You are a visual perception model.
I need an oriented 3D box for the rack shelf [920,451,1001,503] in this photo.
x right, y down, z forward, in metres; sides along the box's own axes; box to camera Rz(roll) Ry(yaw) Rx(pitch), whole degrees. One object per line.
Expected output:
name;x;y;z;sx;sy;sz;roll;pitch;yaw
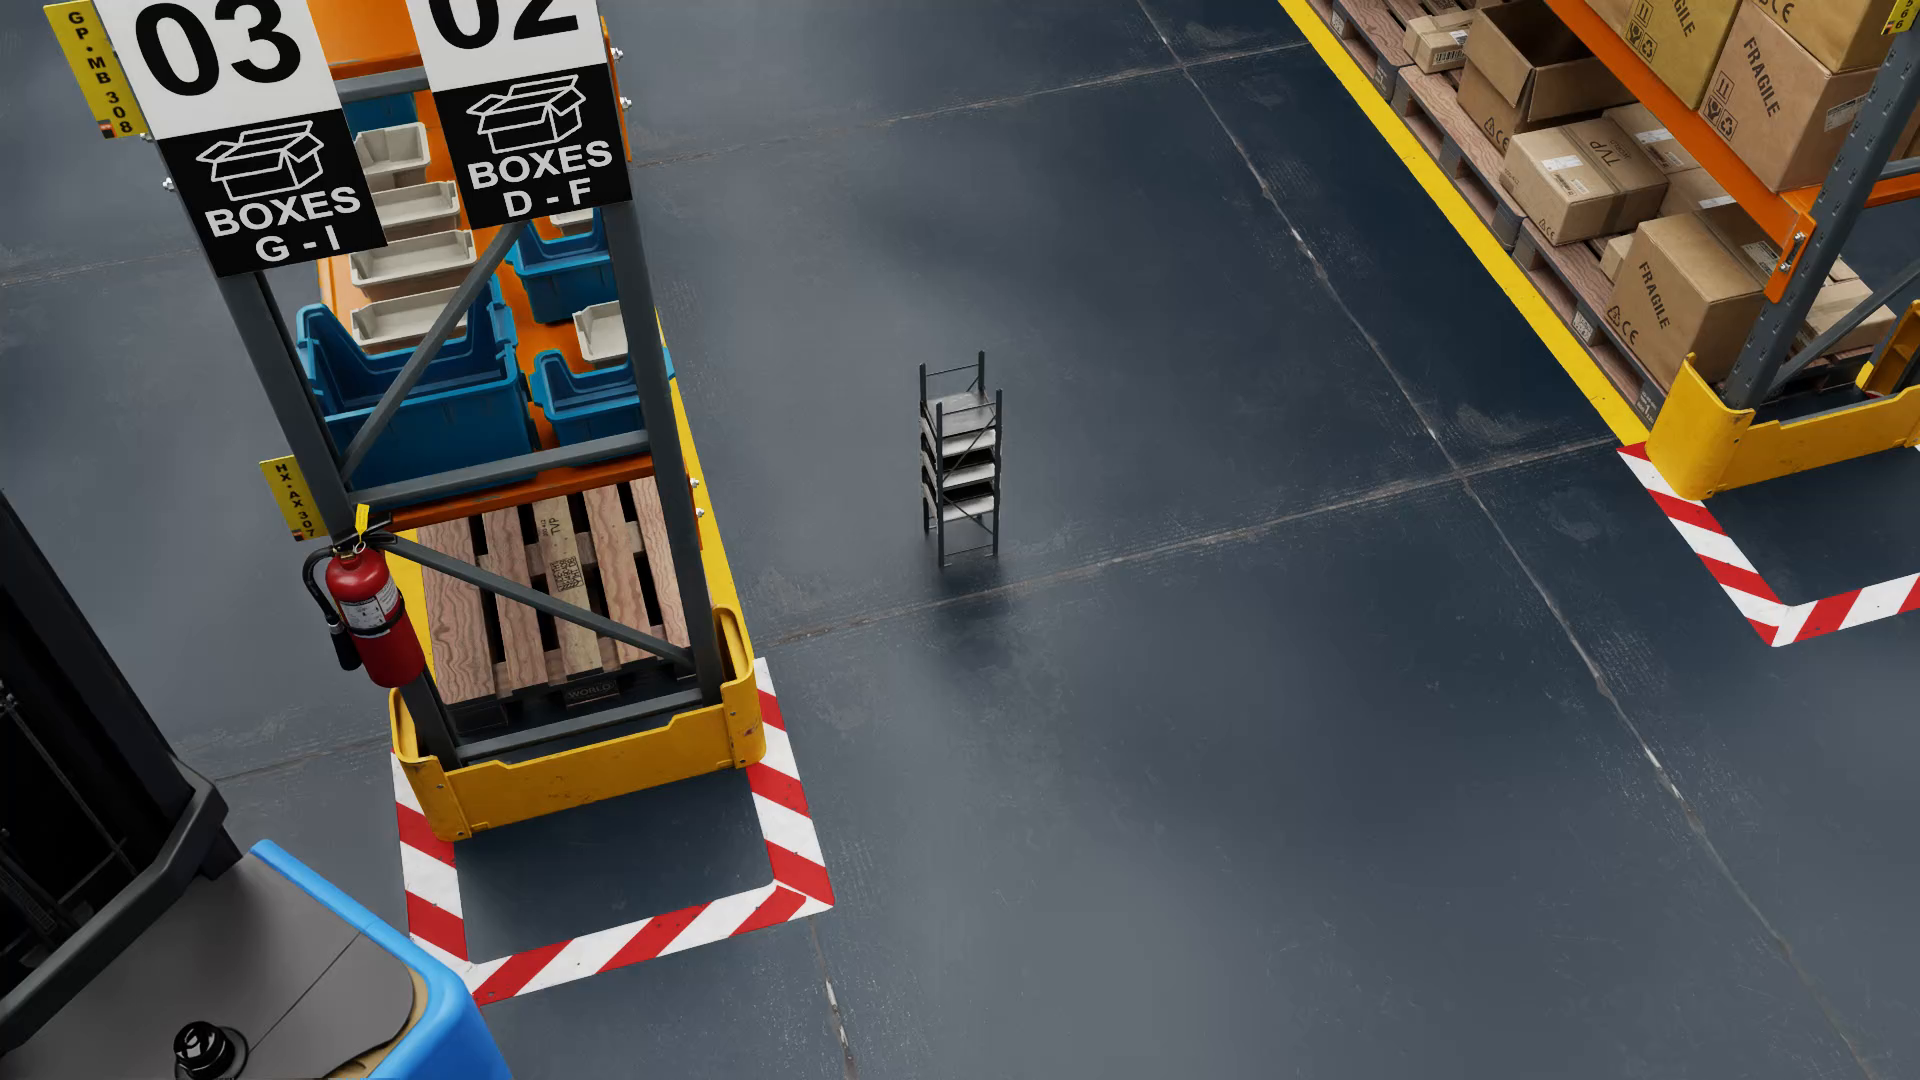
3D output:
rack shelf;0.002;-0.263;6.216;0.258;0.077;0.200;-13;51;-11

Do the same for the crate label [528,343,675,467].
crate label;-1.059;-0.416;4.999;0.416;0.233;0.303;-13;51;-11

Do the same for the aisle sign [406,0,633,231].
aisle sign;-0.995;-1.048;3.761;0.394;0.787;0.004;-13;51;-11

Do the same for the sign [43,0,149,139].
sign;-1.821;-0.993;3.521;0.100;0.325;0.005;-13;51;-11

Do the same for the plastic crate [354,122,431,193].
plastic crate;-1.997;-1.310;5.815;0.298;0.136;0.250;-13;51;-11

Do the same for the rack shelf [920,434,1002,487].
rack shelf;0.002;-0.321;6.147;0.258;0.077;0.200;-13;51;-11

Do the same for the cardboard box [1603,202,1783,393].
cardboard box;3.037;-0.991;6.760;0.500;0.500;0.500;-13;51;-11

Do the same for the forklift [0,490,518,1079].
forklift;-2.742;0.558;4.153;3.031;2.935;1.130;27;55;21

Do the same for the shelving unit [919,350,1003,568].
shelving unit;0.002;-0.284;6.191;0.258;0.900;0.210;-13;51;-11

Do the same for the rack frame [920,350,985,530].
rack frame;-0.028;-0.358;6.253;0.240;0.900;0.006;-13;51;-11

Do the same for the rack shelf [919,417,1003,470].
rack shelf;0.002;-0.379;6.078;0.258;0.077;0.200;-13;51;-11

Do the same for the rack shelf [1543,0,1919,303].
rack shelf;2.841;-2.542;7.191;1.077;0.370;4.000;-13;51;-11

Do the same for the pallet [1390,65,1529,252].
pallet;2.816;-1.941;8.038;1.003;0.211;1.213;-13;51;-11

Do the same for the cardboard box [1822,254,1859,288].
cardboard box;3.563;-1.108;7.077;0.380;0.166;0.250;-13;51;-11

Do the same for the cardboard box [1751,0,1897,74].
cardboard box;3.038;-1.930;5.486;0.500;0.500;0.500;-14;51;-11

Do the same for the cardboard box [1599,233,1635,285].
cardboard box;3.003;-1.199;7.154;0.380;0.166;0.250;-13;51;-11

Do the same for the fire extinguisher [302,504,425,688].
fire extinguisher;-1.690;0.162;4.735;0.296;0.674;0.183;-13;51;-11

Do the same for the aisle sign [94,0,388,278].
aisle sign;-1.559;-0.915;3.649;0.394;0.787;0.004;-13;51;-11

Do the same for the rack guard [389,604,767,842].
rack guard;-1.281;0.625;5.686;1.175;0.500;0.348;-13;51;-11

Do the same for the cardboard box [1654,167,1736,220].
cardboard box;3.395;-1.395;7.264;0.500;0.250;0.500;-13;51;-11

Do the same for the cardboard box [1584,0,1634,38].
cardboard box;2.741;-2.355;6.497;0.500;0.500;0.500;-13;51;-11

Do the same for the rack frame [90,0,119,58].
rack frame;-1.300;-2.129;2.449;1.000;3.000;0.127;-13;51;-11

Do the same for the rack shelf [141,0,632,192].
rack shelf;-1.892;-2.391;5.102;1.077;0.370;4.000;-13;51;-11

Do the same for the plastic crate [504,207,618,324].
plastic crate;-1.253;-0.897;5.404;0.416;0.233;0.300;-13;51;-11

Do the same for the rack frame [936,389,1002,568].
rack frame;0.032;-0.210;6.128;0.240;0.900;0.006;-13;51;-11

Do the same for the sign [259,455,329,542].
sign;-1.821;-0.112;4.566;0.100;0.325;0.005;-13;51;-11

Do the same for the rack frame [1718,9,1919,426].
rack frame;3.433;-1.313;5.685;1.000;3.000;0.127;-13;51;-11

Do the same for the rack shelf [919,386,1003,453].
rack shelf;0.002;-0.437;6.010;0.258;0.077;0.200;-13;51;-11

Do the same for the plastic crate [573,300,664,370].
plastic crate;-1.074;-0.638;5.249;0.250;0.136;0.298;-13;51;-11

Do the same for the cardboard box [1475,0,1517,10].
cardboard box;2.911;-2.610;8.249;0.500;0.311;0.500;-13;51;-11

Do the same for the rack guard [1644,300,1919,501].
rack guard;3.410;-0.563;6.687;1.175;0.500;0.348;-13;51;-11

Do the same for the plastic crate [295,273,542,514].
plastic crate;-1.578;-0.429;4.877;0.616;0.435;0.499;-13;51;-11

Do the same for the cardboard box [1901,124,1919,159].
cardboard box;3.553;-1.729;5.970;0.500;0.500;0.500;-12;51;-10

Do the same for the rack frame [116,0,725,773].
rack frame;-1.300;-0.196;4.743;1.000;3.000;0.127;-13;51;-11

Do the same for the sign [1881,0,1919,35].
sign;2.897;-1.677;5.028;0.100;0.325;0.005;-13;51;-11

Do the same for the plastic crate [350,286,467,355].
plastic crate;-1.714;-0.685;5.288;0.396;0.136;0.243;-13;51;-11

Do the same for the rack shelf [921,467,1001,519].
rack shelf;0.002;-0.205;6.285;0.258;0.077;0.200;-13;51;-11

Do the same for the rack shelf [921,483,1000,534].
rack shelf;0.002;-0.147;6.354;0.258;0.077;0.200;-13;51;-11

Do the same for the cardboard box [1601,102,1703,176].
cardboard box;3.247;-1.760;7.572;0.500;0.250;0.500;-13;51;-11

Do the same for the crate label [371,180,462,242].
crate label;-1.892;-1.098;5.636;0.396;0.136;0.243;-13;51;-11

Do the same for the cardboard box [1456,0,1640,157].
cardboard box;2.810;-2.201;7.778;0.797;0.503;0.637;-13;51;-11

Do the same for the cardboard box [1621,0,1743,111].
cardboard box;2.884;-1.989;6.189;0.500;0.500;0.500;-13;51;-11

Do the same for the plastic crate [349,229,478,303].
plastic crate;-1.786;-0.900;5.469;0.396;0.136;0.243;-13;51;-11

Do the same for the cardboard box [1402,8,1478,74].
cardboard box;2.433;-2.478;8.232;0.380;0.166;0.250;-13;51;-11

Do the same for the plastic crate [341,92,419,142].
plastic crate;-2.152;-1.603;6.000;0.416;0.233;0.300;-13;51;-11

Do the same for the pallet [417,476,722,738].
pallet;-1.507;0.092;6.324;1.003;0.211;1.213;-13;51;-11

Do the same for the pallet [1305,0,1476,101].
pallet;2.452;-2.834;8.791;1.003;0.211;1.213;-13;51;-11

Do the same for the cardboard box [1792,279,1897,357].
cardboard box;3.637;-0.919;6.930;0.380;0.149;0.250;-13;51;-11

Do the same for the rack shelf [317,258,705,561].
rack shelf;-1.892;-1.425;6.249;1.077;0.370;4.000;-13;51;-11

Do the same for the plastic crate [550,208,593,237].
plastic crate;-1.275;-1.133;5.666;0.250;0.136;0.298;-13;51;-11

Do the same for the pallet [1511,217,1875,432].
pallet;3.174;-1.052;7.288;1.003;0.211;1.213;-13;51;-11

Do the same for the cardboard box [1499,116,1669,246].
cardboard box;2.784;-1.611;7.446;0.500;0.250;0.500;-13;51;-11
